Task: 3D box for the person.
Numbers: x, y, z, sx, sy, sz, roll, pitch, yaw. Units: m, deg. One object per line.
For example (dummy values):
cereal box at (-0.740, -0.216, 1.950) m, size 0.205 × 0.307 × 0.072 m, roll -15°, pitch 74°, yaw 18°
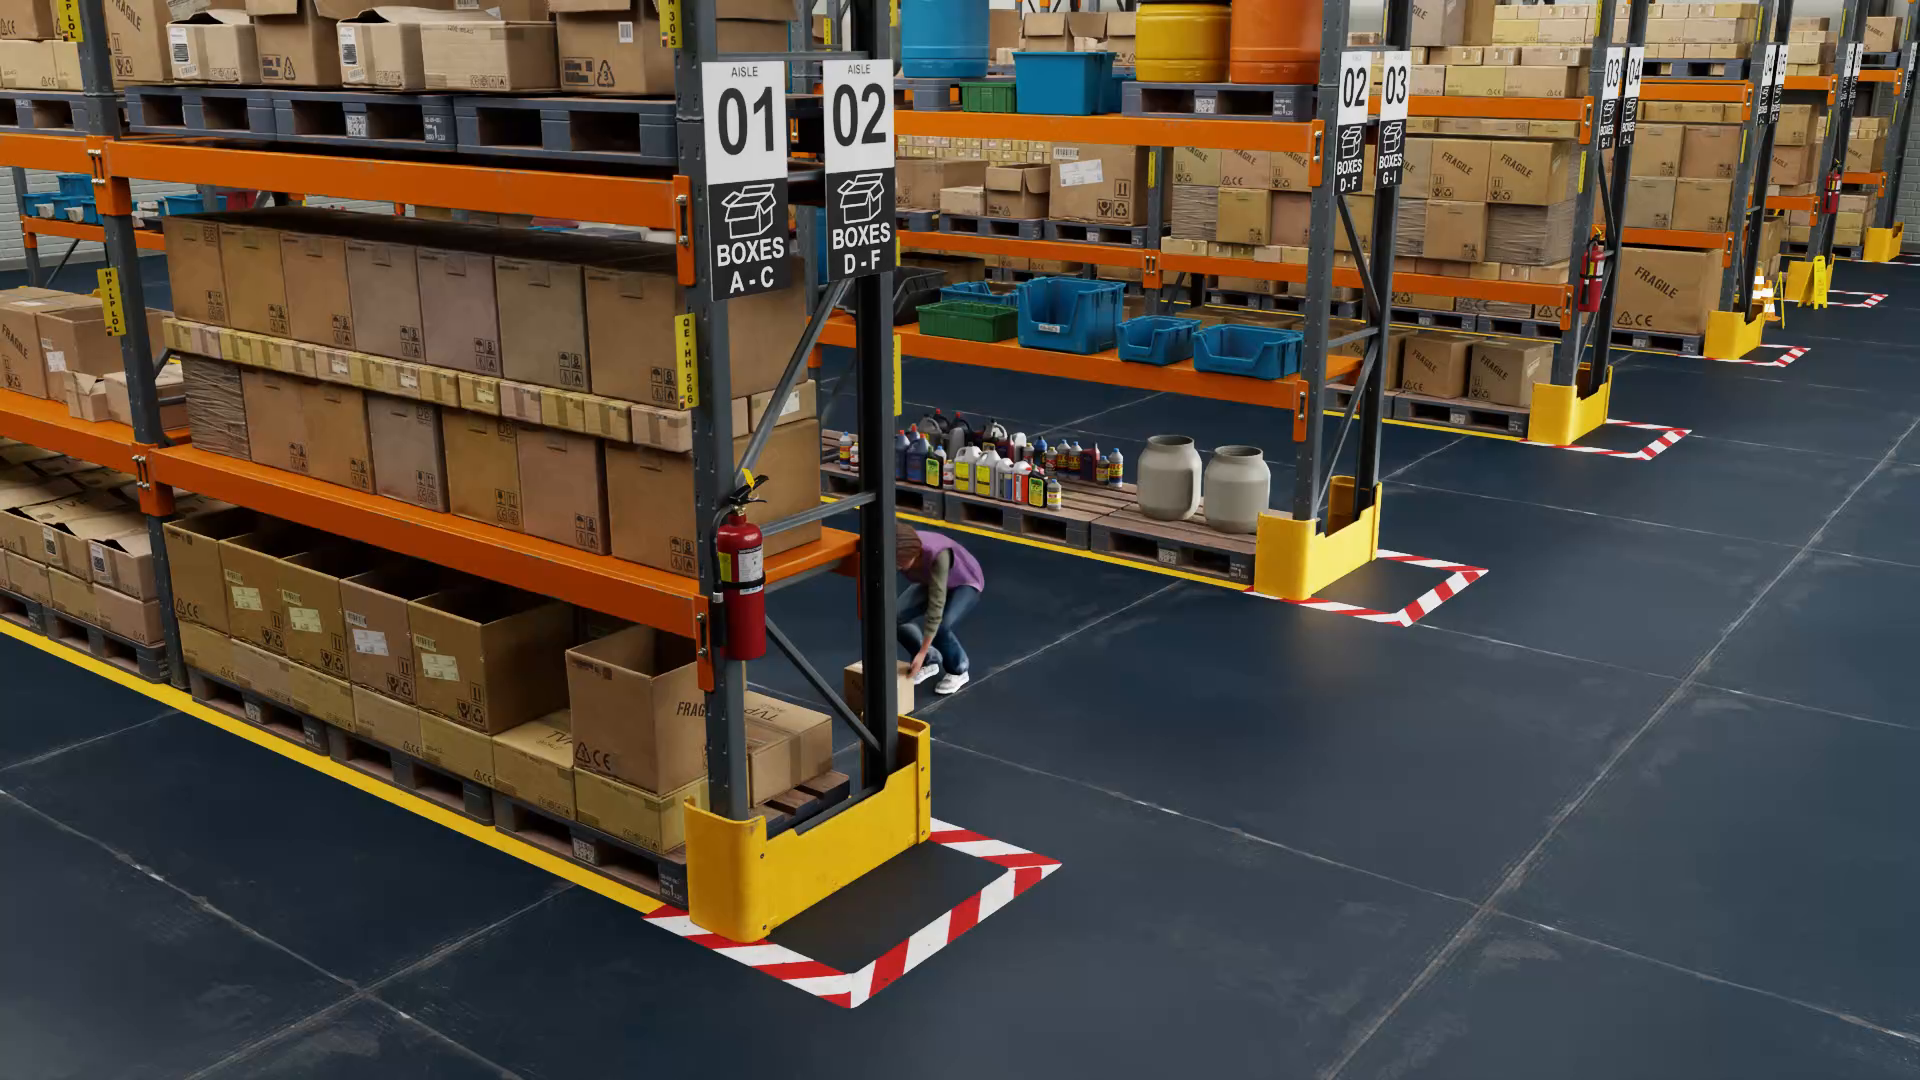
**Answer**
person at (-0.159, 0.321, 8.577) m, size 0.454 × 0.973 × 0.780 m, roll 12°, pitch 21°, yaw 35°
